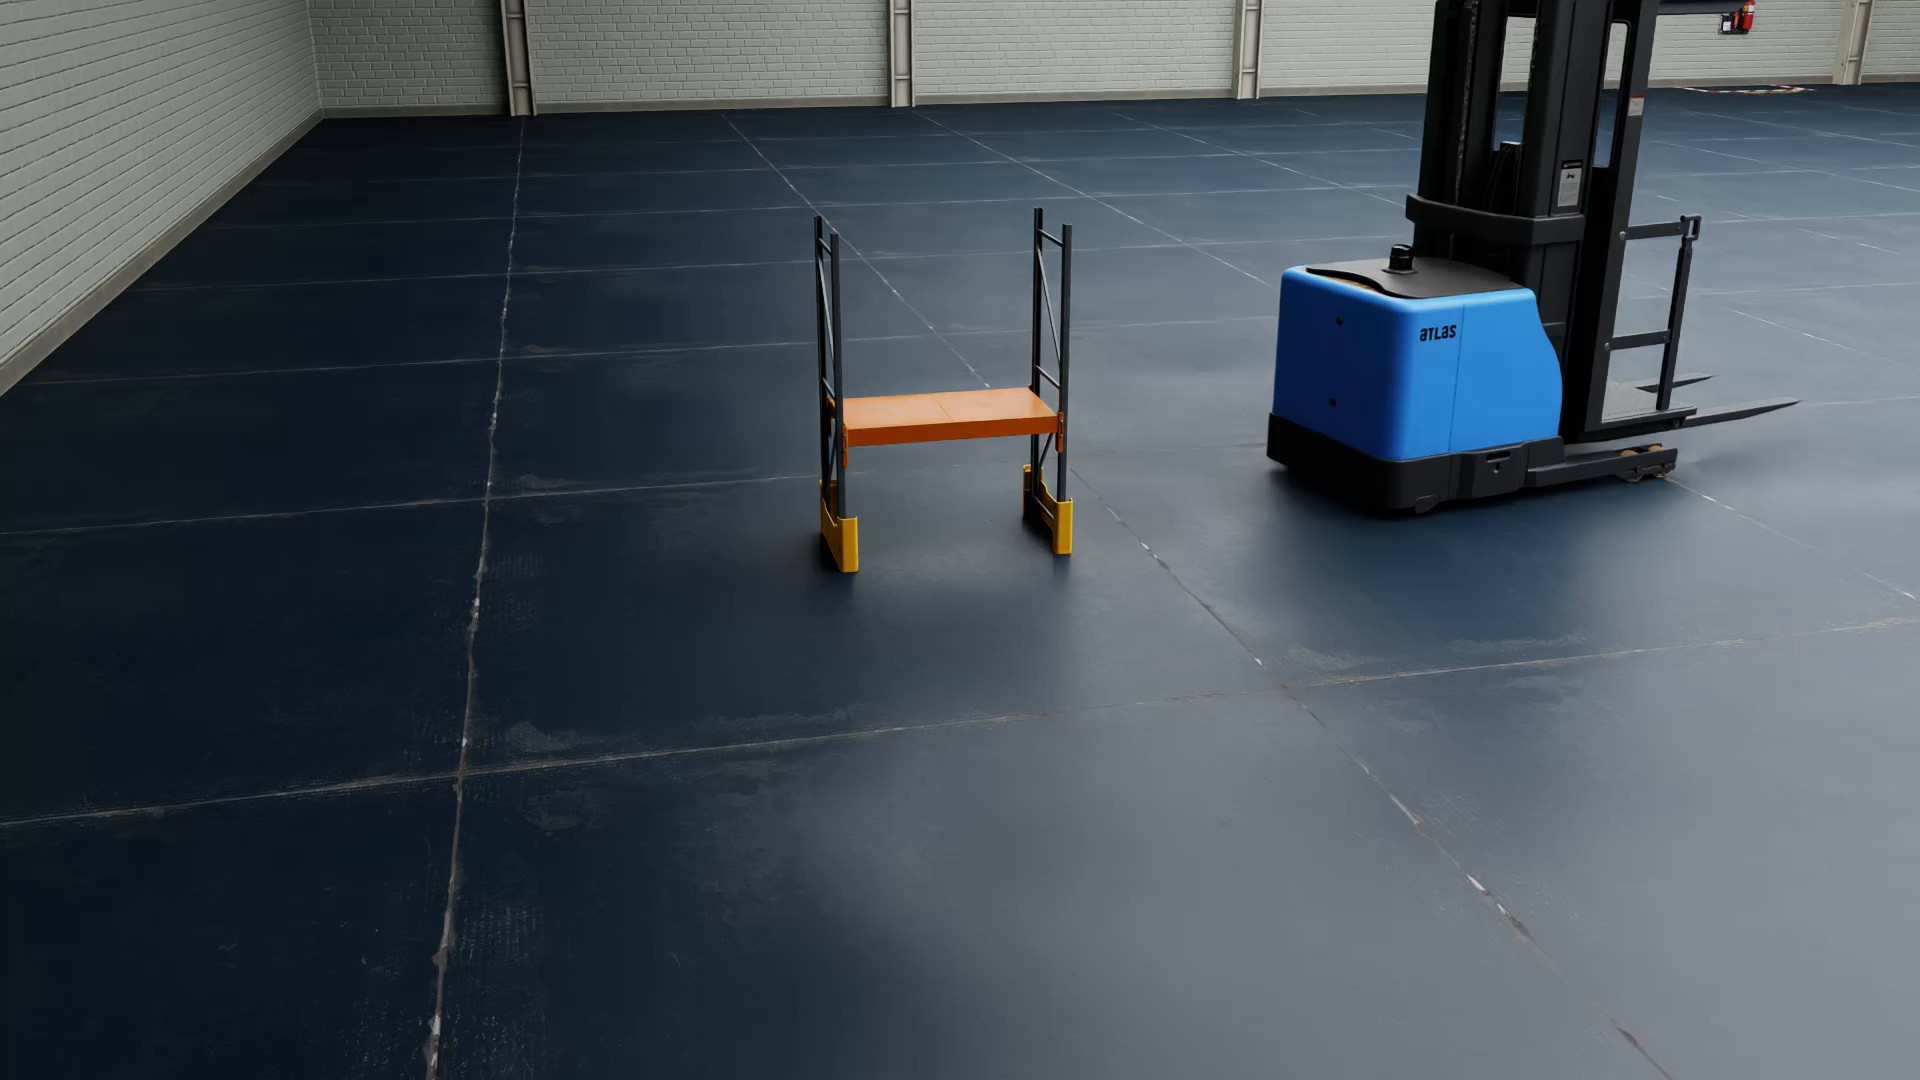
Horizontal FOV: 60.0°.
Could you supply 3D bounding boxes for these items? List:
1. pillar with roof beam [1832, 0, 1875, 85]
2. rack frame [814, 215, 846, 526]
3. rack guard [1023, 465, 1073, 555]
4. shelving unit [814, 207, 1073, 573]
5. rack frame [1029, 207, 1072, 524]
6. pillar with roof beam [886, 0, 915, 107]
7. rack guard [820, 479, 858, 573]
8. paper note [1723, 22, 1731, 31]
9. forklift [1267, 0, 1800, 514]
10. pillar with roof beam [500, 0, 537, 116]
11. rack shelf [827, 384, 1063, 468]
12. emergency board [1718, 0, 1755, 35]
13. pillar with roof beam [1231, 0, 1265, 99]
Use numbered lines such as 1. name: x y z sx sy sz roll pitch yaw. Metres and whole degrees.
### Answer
1. pillar with roof beam: 17.551 -11.313 25.615 0.400 9.000 9.100 -5 21 -12
2. rack frame: -0.578 -0.657 7.428 0.032 1.500 0.500 -5 21 -12
3. rack guard: 0.410 -0.151 7.863 0.087 0.250 0.587 -5 21 -12
4. shelving unit: -0.074 -0.698 7.540 1.083 1.500 0.587 -5 21 -12
5. rack frame: 0.412 -0.738 7.648 0.032 1.500 0.500 -5 21 -12
6. pillar with roof beam: 0.034 -9.888 21.726 0.400 9.000 9.100 -5 21 -12
7. rack guard: -0.559 -0.072 7.648 0.087 0.250 0.587 -5 21 -12
8. paper note: 13.959 -9.350 30.258 0.142 0.148 0.016 -5 21 -12
9. forklift: 3.186 -1.828 8.545 3.031 2.935 1.130 -9 22 -23
10. pillar with roof beam: -5.805 -9.413 20.429 0.400 9.000 9.100 -5 21 -12
11. rack shelf: -0.083 -0.529 7.600 1.000 0.185 0.538 -5 21 -12
12. emergency board: 14.147 -9.754 30.082 0.643 1.169 0.194 -5 21 -12
13. pillar with roof beam: 5.873 -10.363 23.022 0.400 9.000 9.100 -5 21 -12
